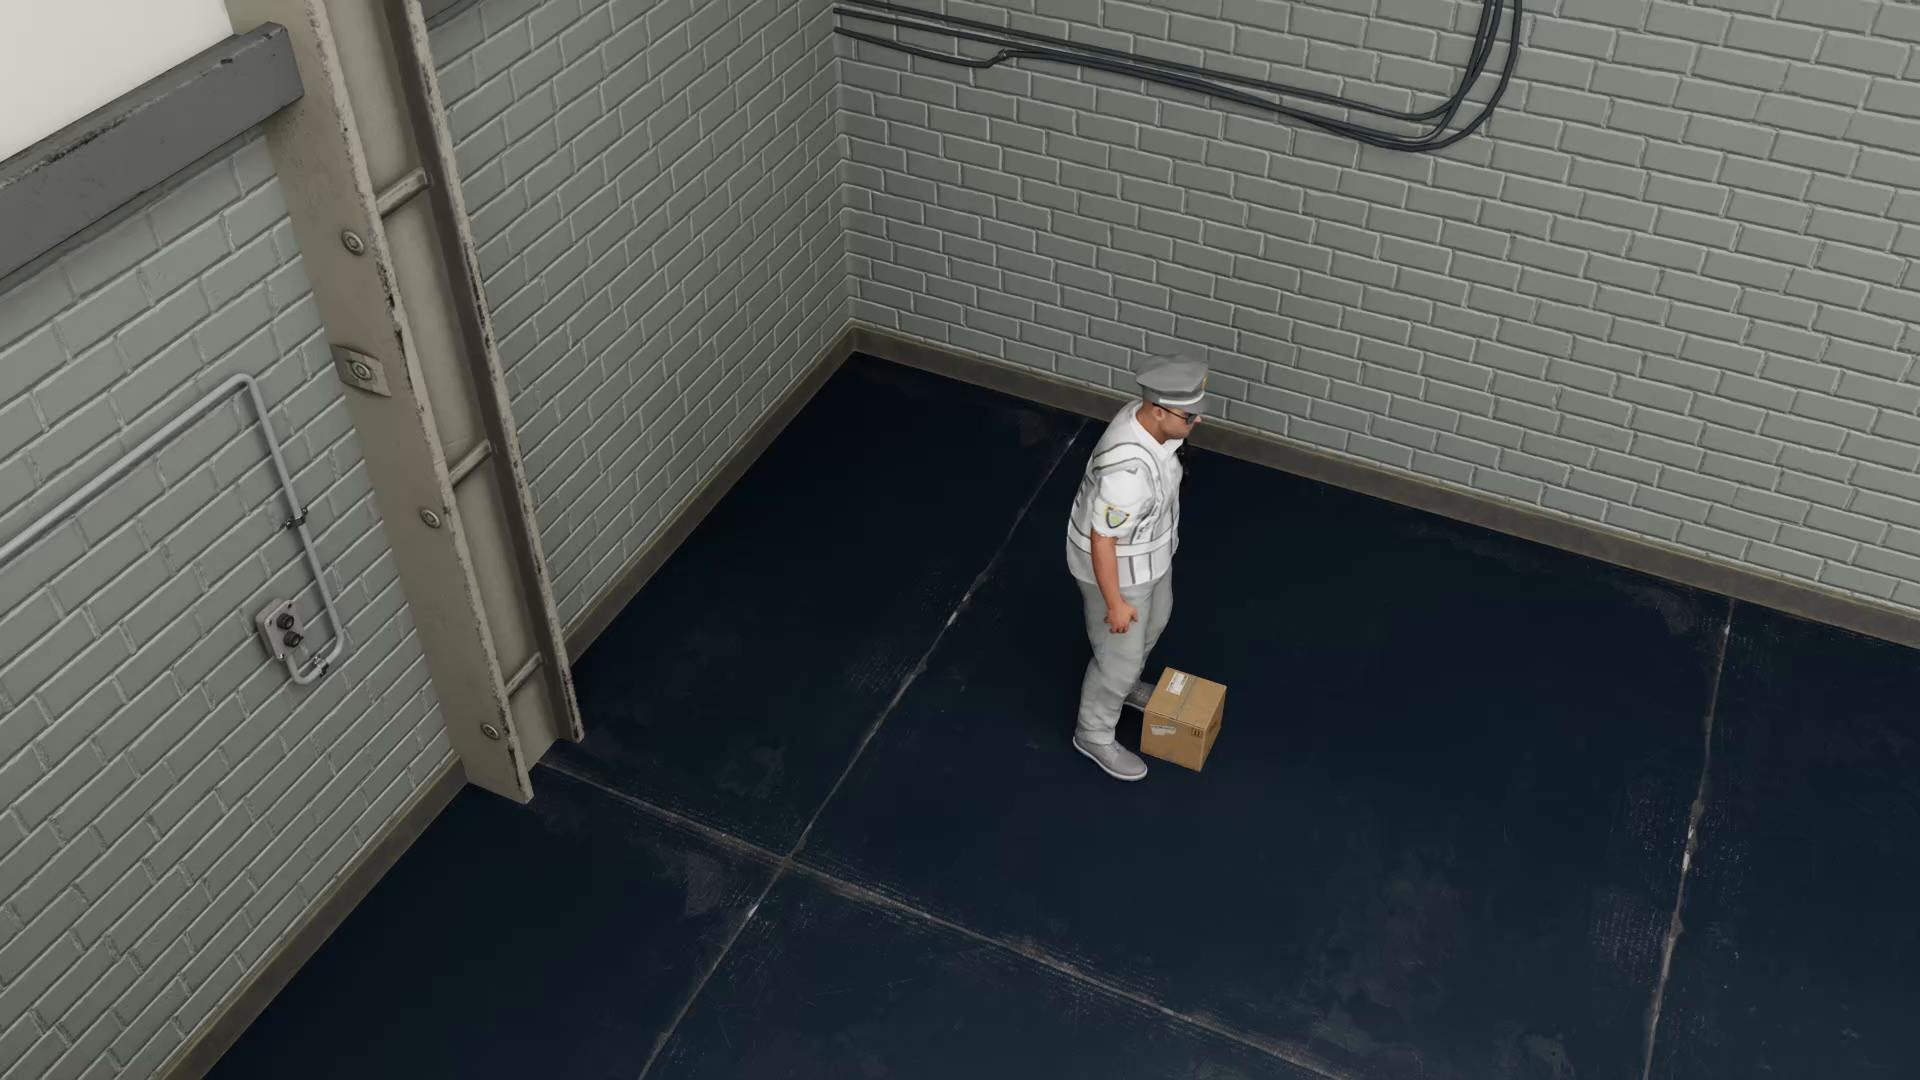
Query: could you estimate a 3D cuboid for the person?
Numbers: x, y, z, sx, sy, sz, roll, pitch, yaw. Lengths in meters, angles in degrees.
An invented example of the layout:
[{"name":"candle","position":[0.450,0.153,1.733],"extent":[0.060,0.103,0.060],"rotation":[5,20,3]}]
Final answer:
[{"name":"person","position":[0.621,0.068,6.079],"extent":[0.432,1.746,0.585],"rotation":[17,44,18]}]
